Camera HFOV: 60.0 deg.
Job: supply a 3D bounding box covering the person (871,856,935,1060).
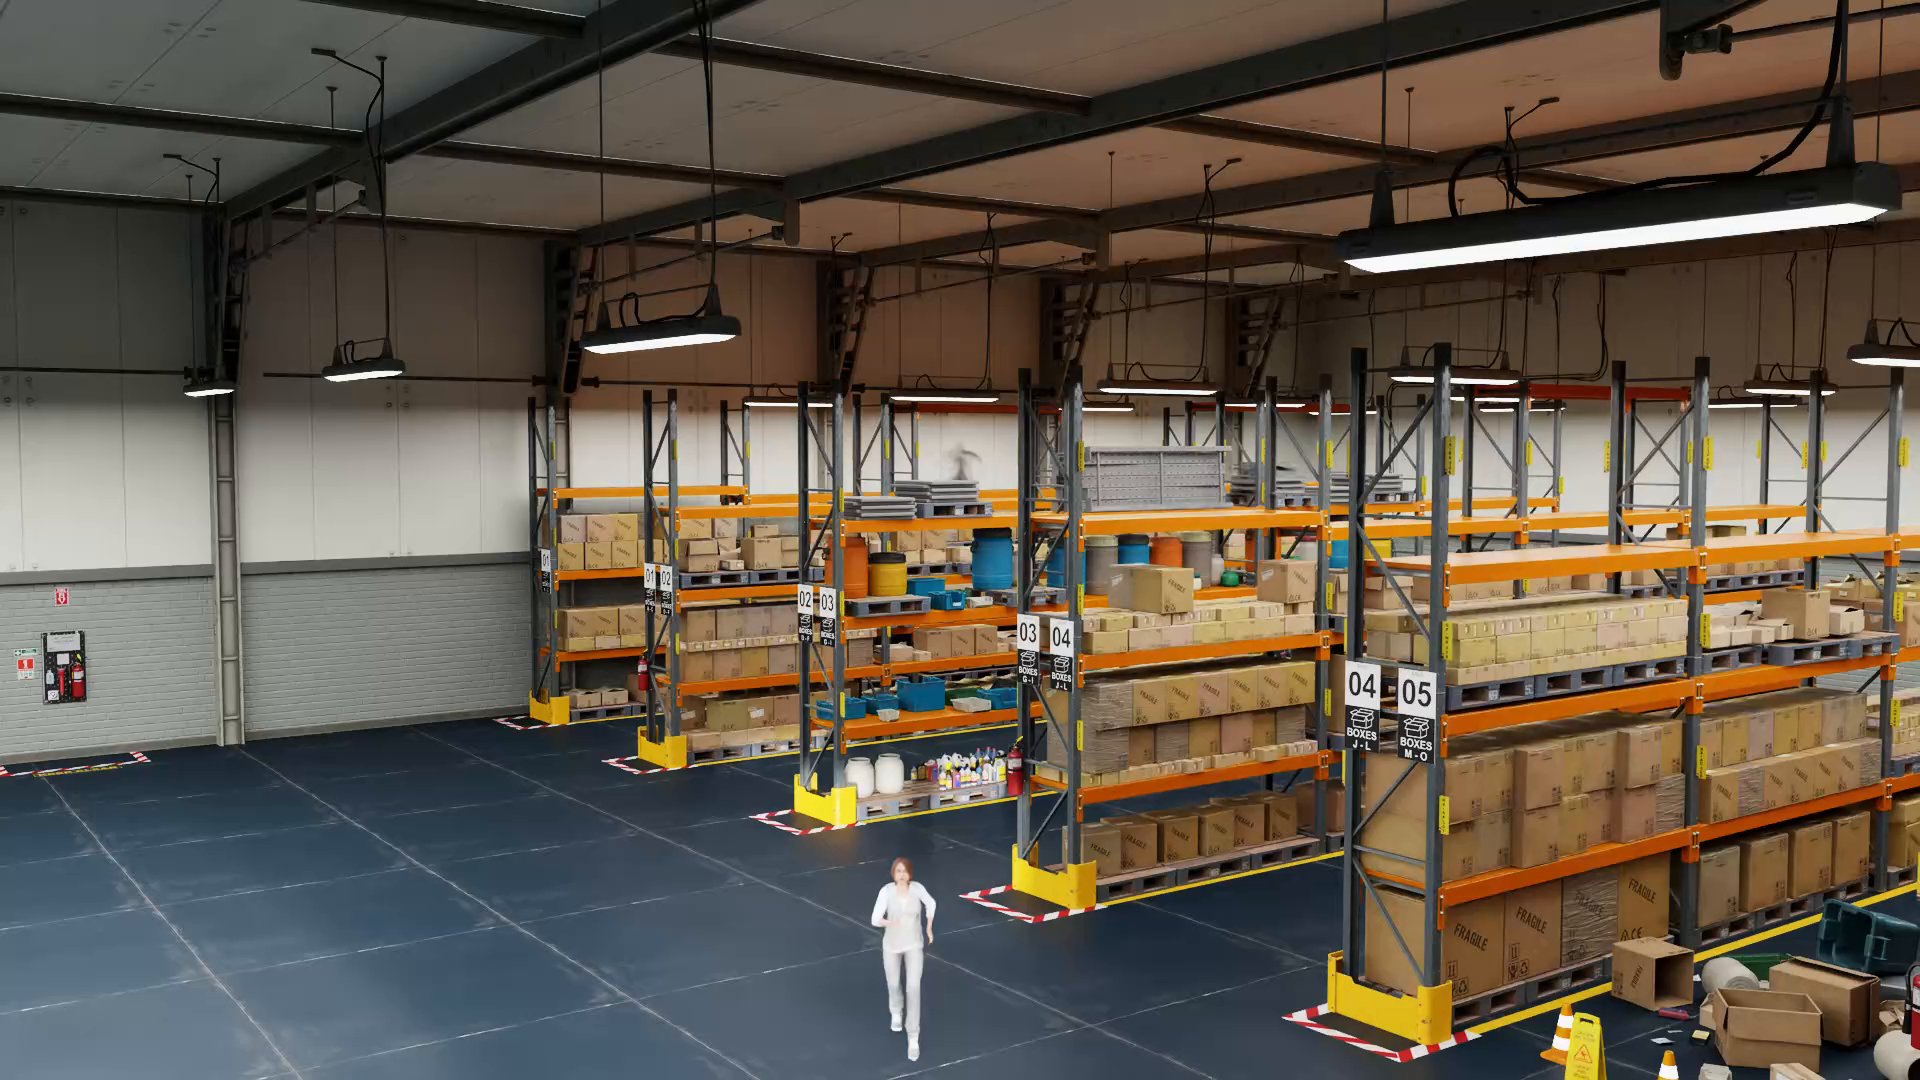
[{"bbox_3d":[-0.483,3.508,14.202,0.533,1.628,0.759,0,3,1],"label":"person"}]
